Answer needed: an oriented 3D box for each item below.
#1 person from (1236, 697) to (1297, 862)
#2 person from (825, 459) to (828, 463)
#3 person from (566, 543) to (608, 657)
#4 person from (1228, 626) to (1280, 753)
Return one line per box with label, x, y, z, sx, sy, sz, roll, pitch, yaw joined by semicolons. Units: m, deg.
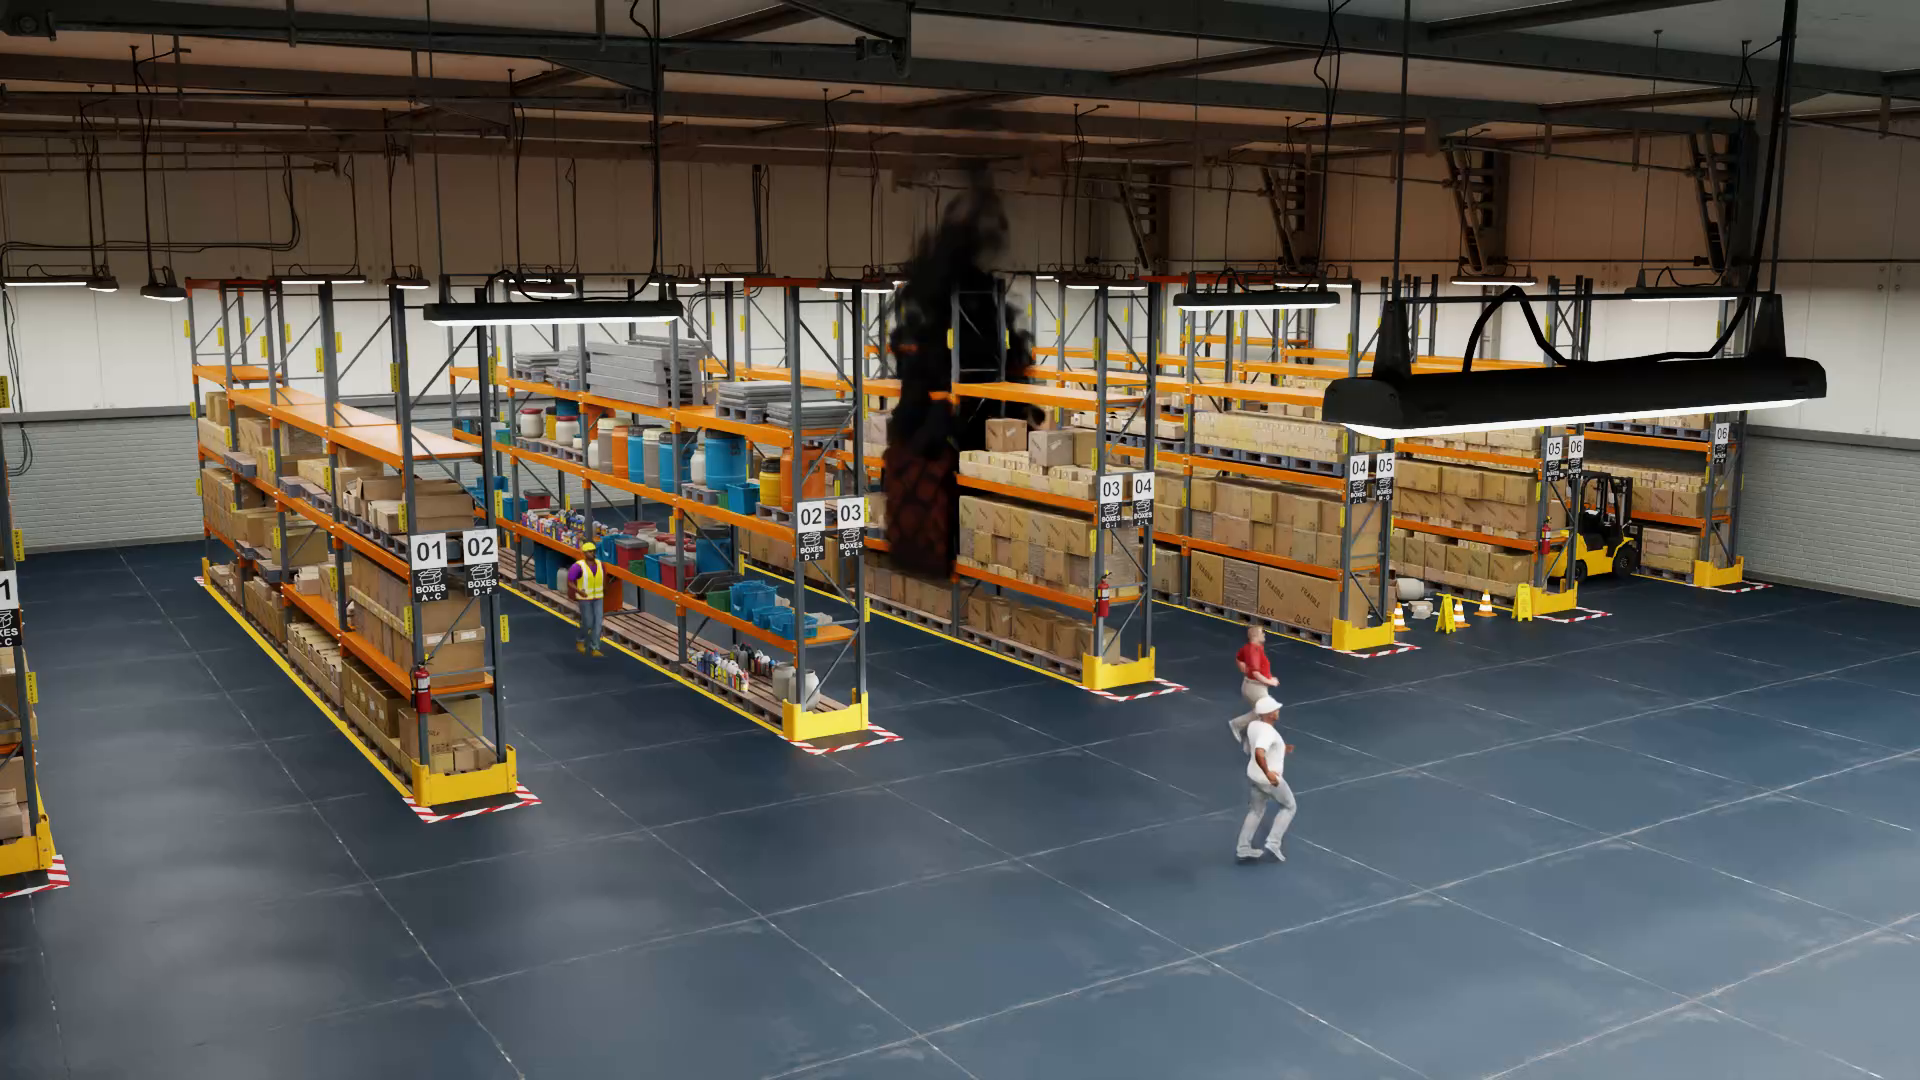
person;3.265;2.538;17.625;0.692;1.785;0.685;-3;10;-20
person;-3.378;-1.132;39.958;0.738;1.664;0.735;0;10;0
person;-5.693;0.904;25.618;0.697;1.757;0.703;-8;13;-40
person;3.809;1.940;21.483;0.600;1.685;0.665;-1;10;-5
